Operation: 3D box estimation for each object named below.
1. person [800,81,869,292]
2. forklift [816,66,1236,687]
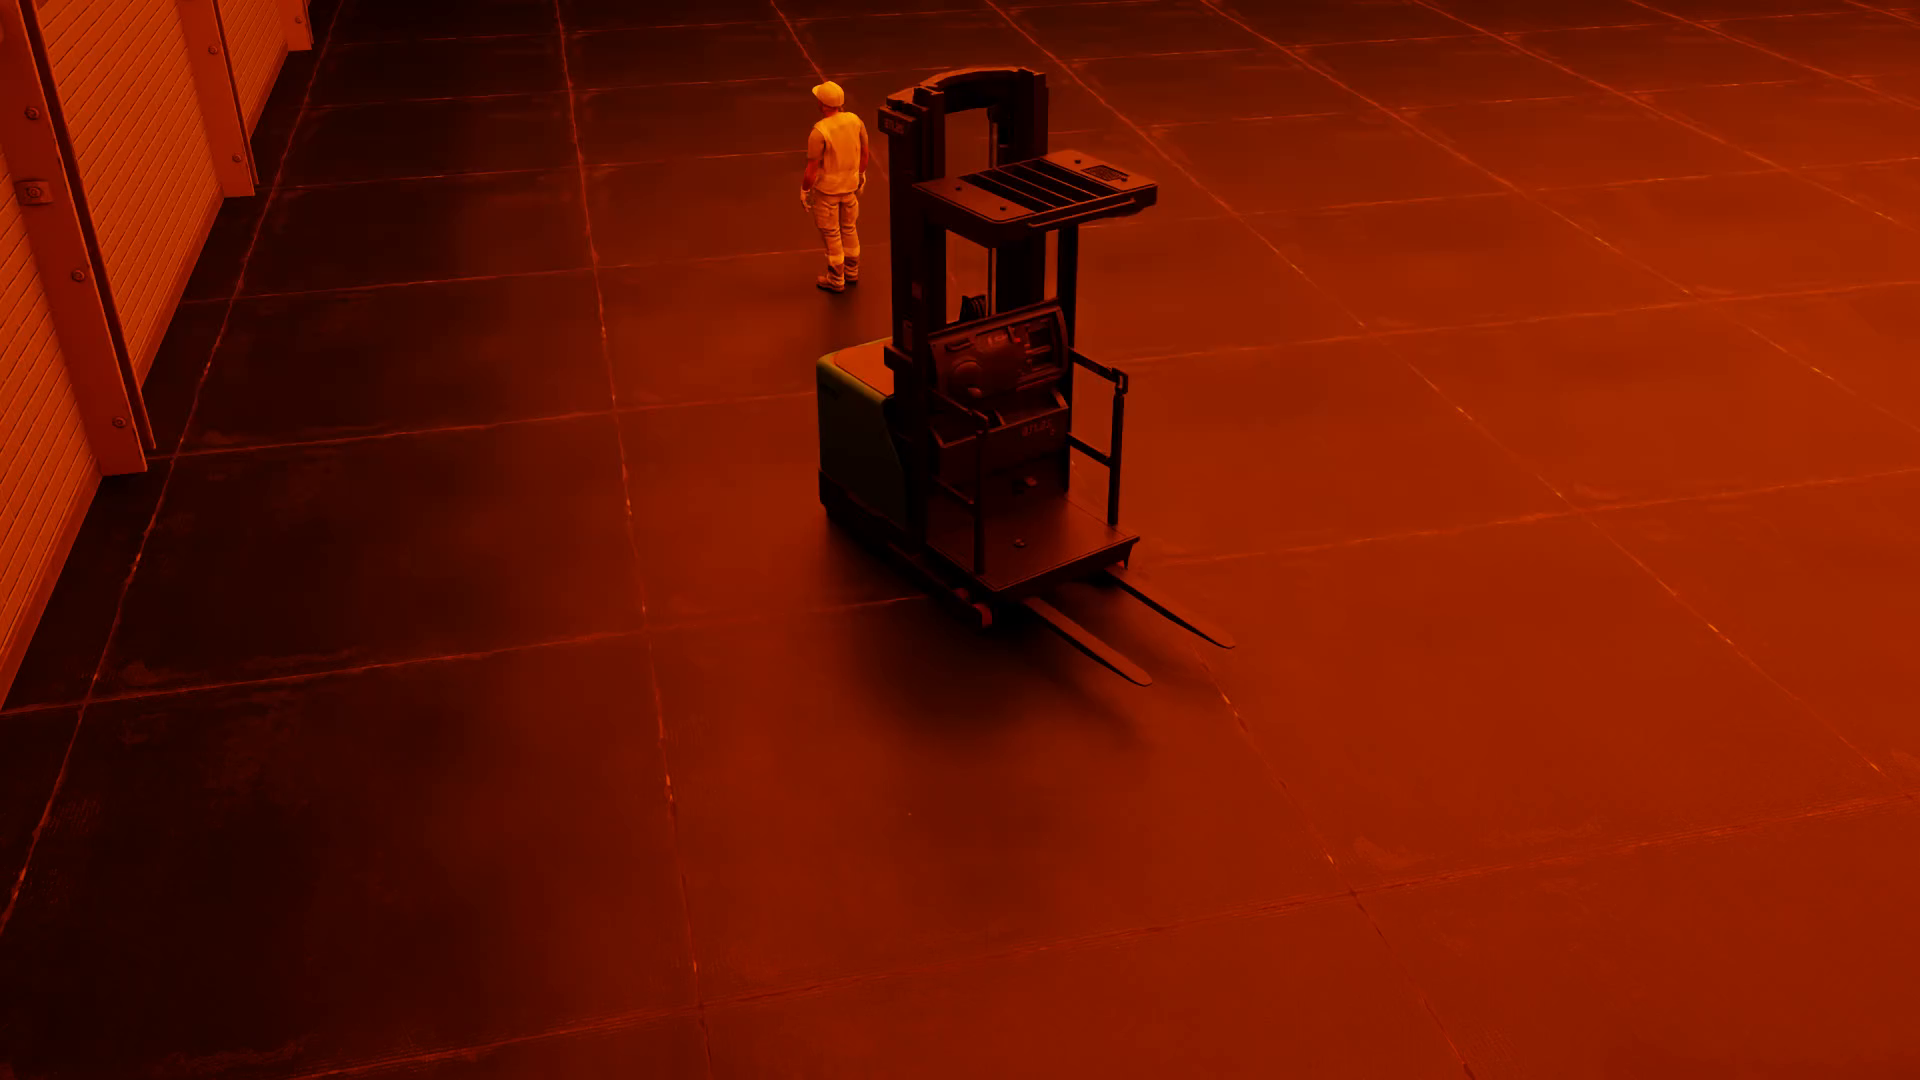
[{"bbox_3d":[-1.075,-2.937,13.773,0.637,1.787,0.564,-21,36,-32],"label":"person"},{"bbox_3d":[0.355,-1.021,9.338,1.130,2.935,3.031,-20,35,-30],"label":"forklift"}]
